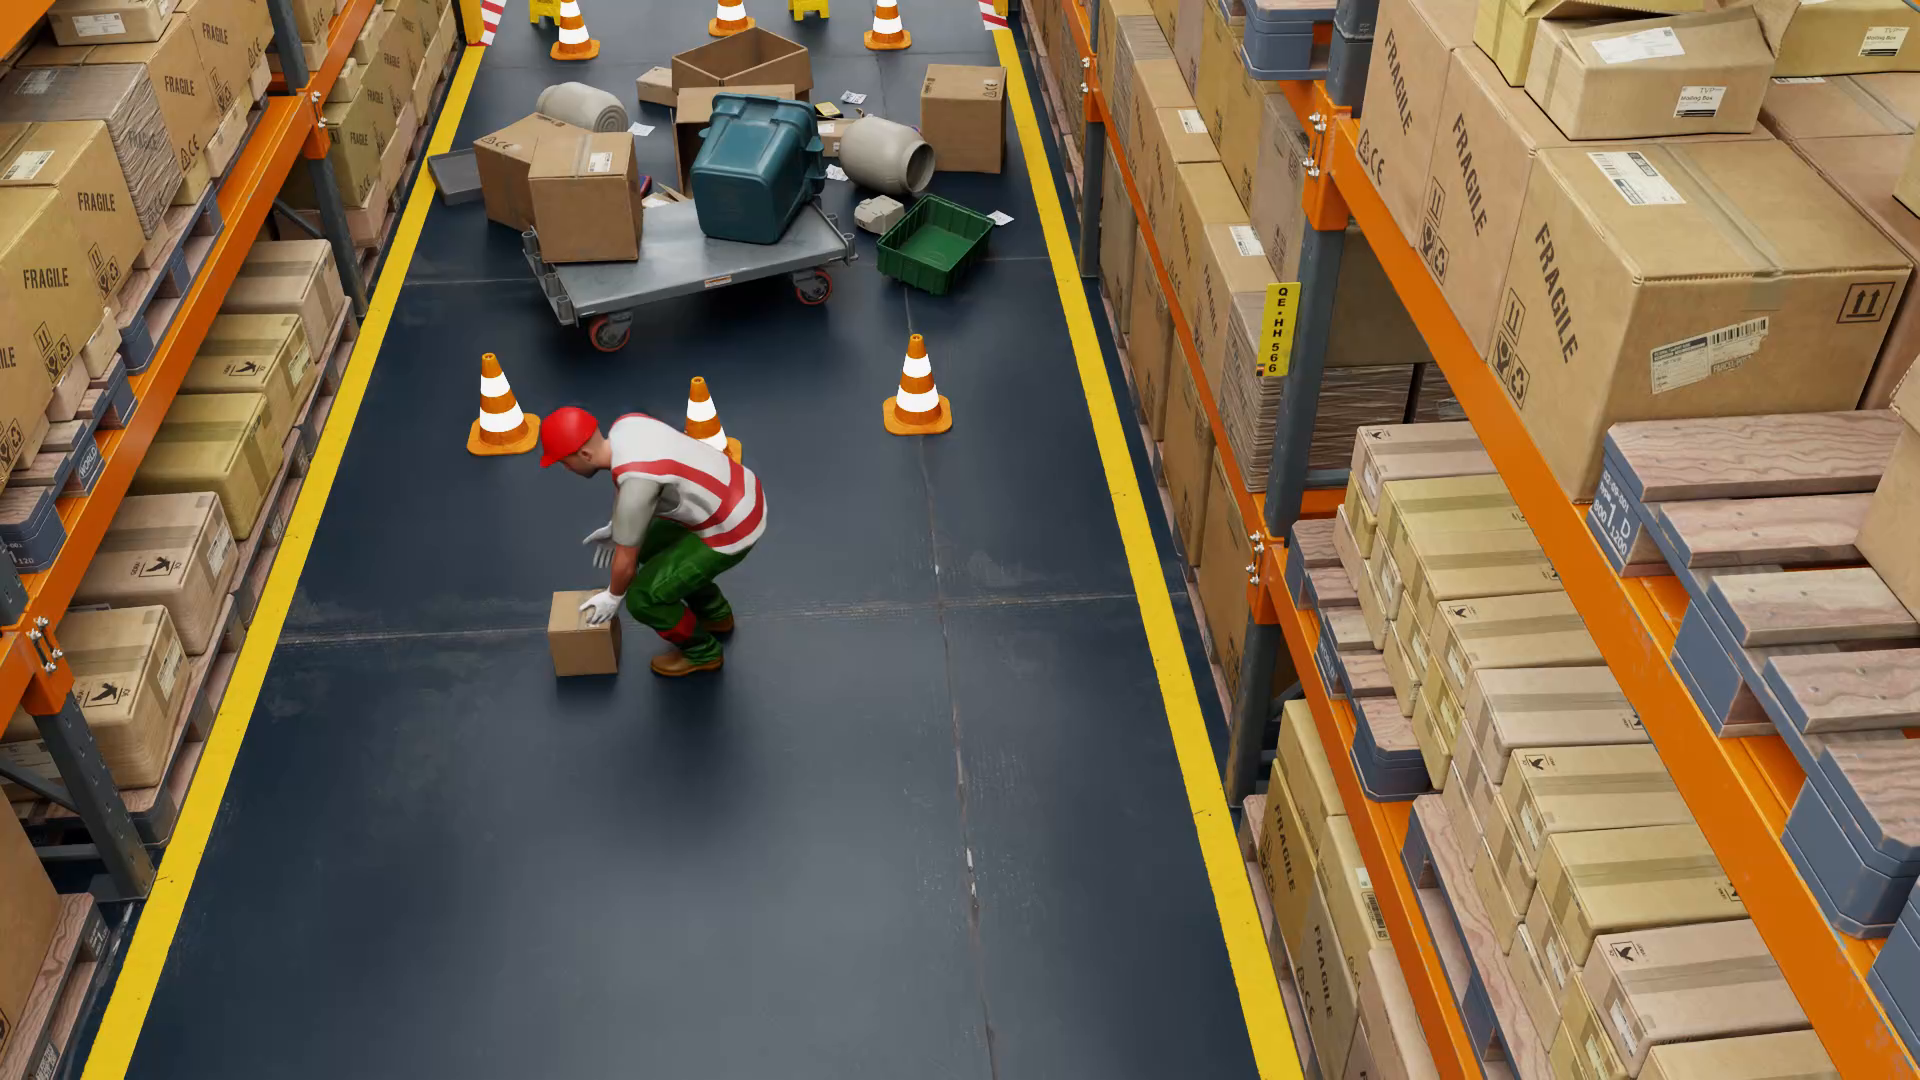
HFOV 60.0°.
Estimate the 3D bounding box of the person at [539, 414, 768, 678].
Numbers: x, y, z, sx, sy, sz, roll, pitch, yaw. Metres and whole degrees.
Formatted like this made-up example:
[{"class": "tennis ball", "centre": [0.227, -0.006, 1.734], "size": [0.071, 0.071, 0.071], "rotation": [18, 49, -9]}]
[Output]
[{"class": "person", "centre": [-1.175, 0.003, 6.579], "size": [0.838, 1.230, 0.586], "rotation": [-3, 39, -4]}]
